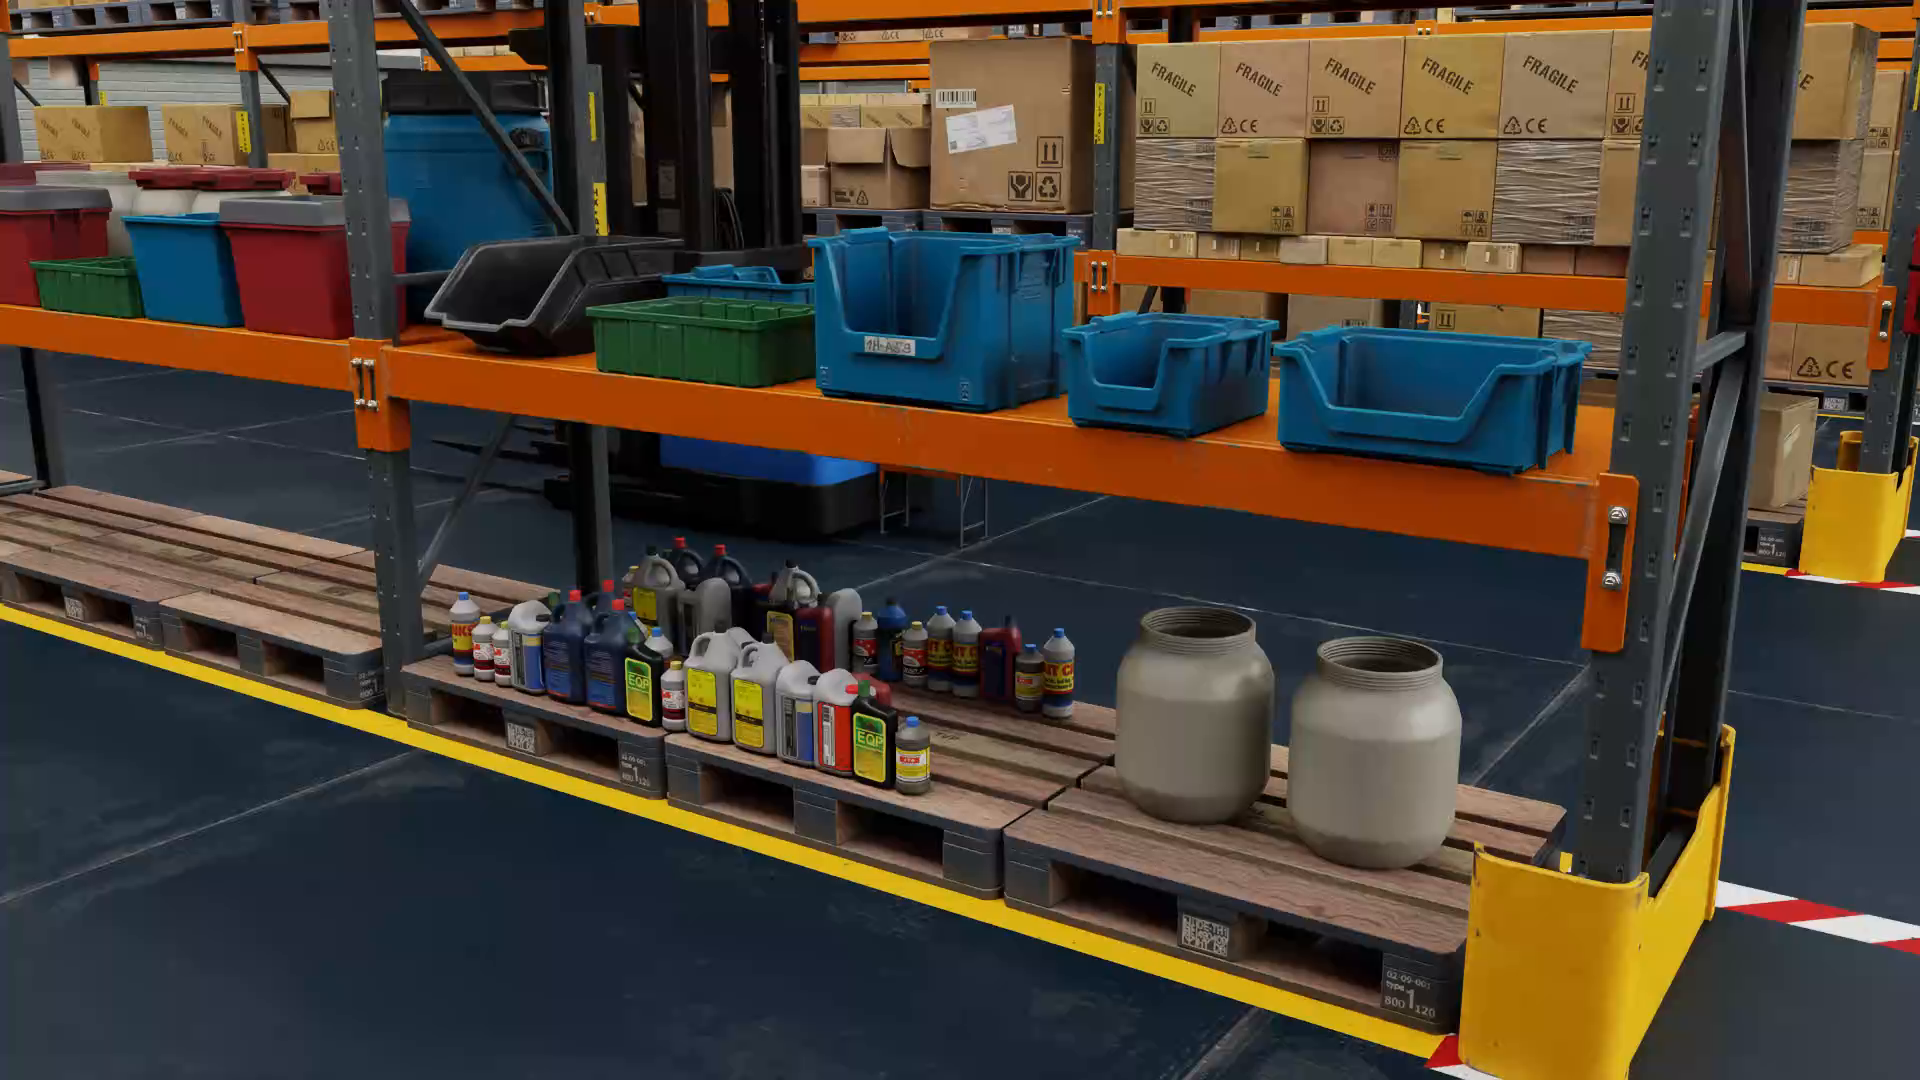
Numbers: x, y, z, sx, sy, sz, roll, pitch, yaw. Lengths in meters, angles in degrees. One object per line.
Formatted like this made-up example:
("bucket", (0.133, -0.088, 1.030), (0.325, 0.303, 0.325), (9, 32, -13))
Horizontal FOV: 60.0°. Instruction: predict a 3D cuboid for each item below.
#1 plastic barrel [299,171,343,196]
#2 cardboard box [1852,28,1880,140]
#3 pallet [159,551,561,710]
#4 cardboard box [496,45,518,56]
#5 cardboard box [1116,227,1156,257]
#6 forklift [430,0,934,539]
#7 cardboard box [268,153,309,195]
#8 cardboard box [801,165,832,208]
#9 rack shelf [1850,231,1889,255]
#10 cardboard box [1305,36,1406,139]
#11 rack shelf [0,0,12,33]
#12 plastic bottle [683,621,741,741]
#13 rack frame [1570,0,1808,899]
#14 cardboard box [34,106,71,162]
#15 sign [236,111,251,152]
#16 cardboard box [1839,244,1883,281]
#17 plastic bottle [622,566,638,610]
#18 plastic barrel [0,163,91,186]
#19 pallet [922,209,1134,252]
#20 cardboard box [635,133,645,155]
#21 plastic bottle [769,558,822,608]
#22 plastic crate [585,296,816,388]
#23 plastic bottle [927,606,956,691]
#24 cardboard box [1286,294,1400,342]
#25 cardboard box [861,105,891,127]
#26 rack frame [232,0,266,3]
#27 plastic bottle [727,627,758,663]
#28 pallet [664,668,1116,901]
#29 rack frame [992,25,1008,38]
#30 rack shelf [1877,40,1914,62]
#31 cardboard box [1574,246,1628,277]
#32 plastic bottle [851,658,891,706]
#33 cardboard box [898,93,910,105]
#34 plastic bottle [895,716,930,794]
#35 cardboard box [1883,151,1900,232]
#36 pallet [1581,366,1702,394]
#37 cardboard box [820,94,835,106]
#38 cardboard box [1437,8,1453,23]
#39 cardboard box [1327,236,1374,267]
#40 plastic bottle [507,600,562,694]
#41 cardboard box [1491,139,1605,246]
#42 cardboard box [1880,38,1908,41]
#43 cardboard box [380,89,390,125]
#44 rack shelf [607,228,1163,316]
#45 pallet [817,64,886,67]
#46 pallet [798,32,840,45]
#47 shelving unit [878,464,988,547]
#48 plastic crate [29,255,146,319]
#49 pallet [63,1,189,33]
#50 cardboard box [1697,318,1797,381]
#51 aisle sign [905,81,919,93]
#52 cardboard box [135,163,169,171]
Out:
("plastic barrel", (-2.353, -1.171, 6.527), (0.433, 0.535, 0.433), (0, 14, 0))
("cardboard box", (4.098, -2.190, 8.020), (0.500, 0.500, 0.500), (9, 17, 33))
("pallet", (-2.355, 0.323, 6.577), (1.213, 0.211, 1.003), (9, 17, 33))
("cardboard box", (-4.923, -5.639, 18.930), (0.500, 0.250, 0.500), (9, 16, 31))
("cardboard box", (1.093, -1.709, 9.509), (0.250, 0.149, 0.380), (9, 17, 33))
("forklift", (-1.661, -1.672, 8.979), (3.031, 2.935, 1.130), (9, 16, 31))
("cardboard box", (-5.313, -2.930, 13.709), (0.500, 0.500, 0.500), (9, 17, 33))
("cardboard box", (-0.974, -2.317, 10.879), (0.500, 0.250, 0.500), (9, 16, 31))
("rack shelf", (5.594, -2.278, 12.781), (4.000, 0.370, 1.077), (9, 17, 33))
("cardboard box", (2.145, -2.353, 8.680), (0.500, 0.500, 0.500), (9, 17, 33))
("rack shelf", (-3.341, -2.308, 6.658), (4.000, 0.370, 1.077), (9, 17, 33))
("plastic bottle", (-0.734, 0.413, 5.010), (0.185, 0.351, 0.144), (9, 17, 32))
("rack frame", (1.638, -0.396, 3.681), (0.127, 3.000, 1.000), (9, 17, 33))
("cardboard box", (-8.212, -3.780, 15.482), (0.500, 0.500, 0.500), (9, 16, 31))
("sign", (-5.864, -3.341, 13.610), (0.005, 0.325, 0.100), (9, 17, 33))
("cardboard box", (4.299, -1.348, 8.047), (0.250, 0.149, 0.380), (9, 17, 33))
("plastic bottle", (-1.206, 0.199, 6.186), (0.097, 0.201, 0.097), (0, 14, 0))
("plastic barrel", (-4.446, -1.533, 7.991), (0.708, 0.536, 0.600), (9, 17, 33))
("pallet", (0.530, -1.959, 10.392), (1.213, 0.211, 1.003), (9, 17, 33))
("cardboard box", (-3.262, -4.170, 18.099), (0.500, 0.500, 0.500), (9, 17, 33))
("plastic bottle", (-0.559, 0.238, 5.718), (0.185, 0.351, 0.144), (9, 17, 32))
("plastic crate", (-0.712, -0.591, 4.911), (0.662, 0.188, 0.450), (9, 17, 33))
("plastic bottle", (-0.060, 0.350, 5.429), (0.097, 0.271, 0.097), (0, 14, 0))
("cardboard box", (3.370, -2.073, 14.262), (0.750, 0.750, 1.050), (9, 17, 33))
("cardboard box", (-0.987, -5.581, 22.336), (0.500, 0.500, 0.500), (9, 16, 32))
("rack frame", (-5.555, -5.905, 13.451), (0.127, 3.000, 1.000), (9, 17, 33))
("plastic bottle", (-0.672, 0.416, 5.151), (0.135, 0.276, 0.152), (9, 17, 33))
("pallet", (-0.131, 0.683, 5.126), (1.213, 0.211, 1.003), (9, 17, 33))
("rack frame", (0.616, -3.432, 15.945), (0.127, 3.000, 1.000), (9, 17, 33))
("rack shelf", (8.273, -4.735, 16.462), (4.000, 0.370, 1.077), (9, 17, 33))
("cardboard box", (3.224, -1.394, 8.235), (0.250, 0.149, 0.380), (9, 17, 33))
("plastic bottle", (-0.266, 0.489, 4.841), (0.133, 0.283, 0.061), (9, 17, 33))
("cardboard box", (-0.616, -5.853, 22.084), (0.250, 0.149, 0.380), (10, 17, 34))
("plastic bottle", (-0.131, 0.590, 4.606), (0.097, 0.201, 0.097), (0, 14, 0))
("cardboard box", (6.921, -2.473, 11.757), (0.550, 0.550, 0.875), (9, 17, 33))
("pallet", (5.539, -1.261, 12.978), (1.213, 0.211, 1.003), (9, 17, 33))
("cardboard box", (-1.695, -6.010, 22.719), (0.250, 0.149, 0.380), (9, 17, 33))
("cardboard box", (5.209, -5.670, 18.182), (0.500, 0.250, 0.500), (9, 17, 34))
("cardboard box", (2.144, -1.547, 8.852), (0.250, 0.149, 0.380), (9, 17, 33))
("plastic bottle", (-1.378, 0.344, 5.444), (0.135, 0.276, 0.152), (10, 17, 35))
("cardboard box", (3.088, -1.775, 8.423), (0.500, 0.500, 0.875), (9, 17, 33))
("cardboard box", (8.881, -4.802, 15.761), (0.250, 0.149, 0.380), (9, 17, 33))
("cardboard box", (-4.458, -3.350, 13.318), (0.637, 0.503, 0.797), (9, 17, 33))
("rack shelf", (-0.577, -1.839, 11.008), (4.000, 0.370, 1.077), (9, 17, 33))
("pallet", (-1.706, -6.658, 22.917), (1.213, 0.211, 1.003), (9, 17, 33))
("pallet", (-1.388, -5.091, 16.794), (1.003, 0.211, 1.213), (9, 17, 33))
("shelving unit", (-0.137, -0.605, 8.269), (0.503, 1.200, 0.258), (9, 17, 33))
("plastic crate", (-3.284, -1.007, 6.590), (0.662, 0.188, 0.450), (9, 17, 33))
("pallet", (-7.236, -4.682, 14.935), (1.213, 0.211, 1.003), (9, 17, 33))
("cardboard box", (5.923, -1.727, 12.605), (0.875, 0.875, 0.875), (9, 16, 32))
("aisle sign", (-0.797, -7.708, 27.809), (0.004, 0.787, 0.394), (9, 17, 33))
("cardboard box", (-6.923, -3.209, 14.736), (0.500, 0.250, 0.500), (10, 17, 34))
